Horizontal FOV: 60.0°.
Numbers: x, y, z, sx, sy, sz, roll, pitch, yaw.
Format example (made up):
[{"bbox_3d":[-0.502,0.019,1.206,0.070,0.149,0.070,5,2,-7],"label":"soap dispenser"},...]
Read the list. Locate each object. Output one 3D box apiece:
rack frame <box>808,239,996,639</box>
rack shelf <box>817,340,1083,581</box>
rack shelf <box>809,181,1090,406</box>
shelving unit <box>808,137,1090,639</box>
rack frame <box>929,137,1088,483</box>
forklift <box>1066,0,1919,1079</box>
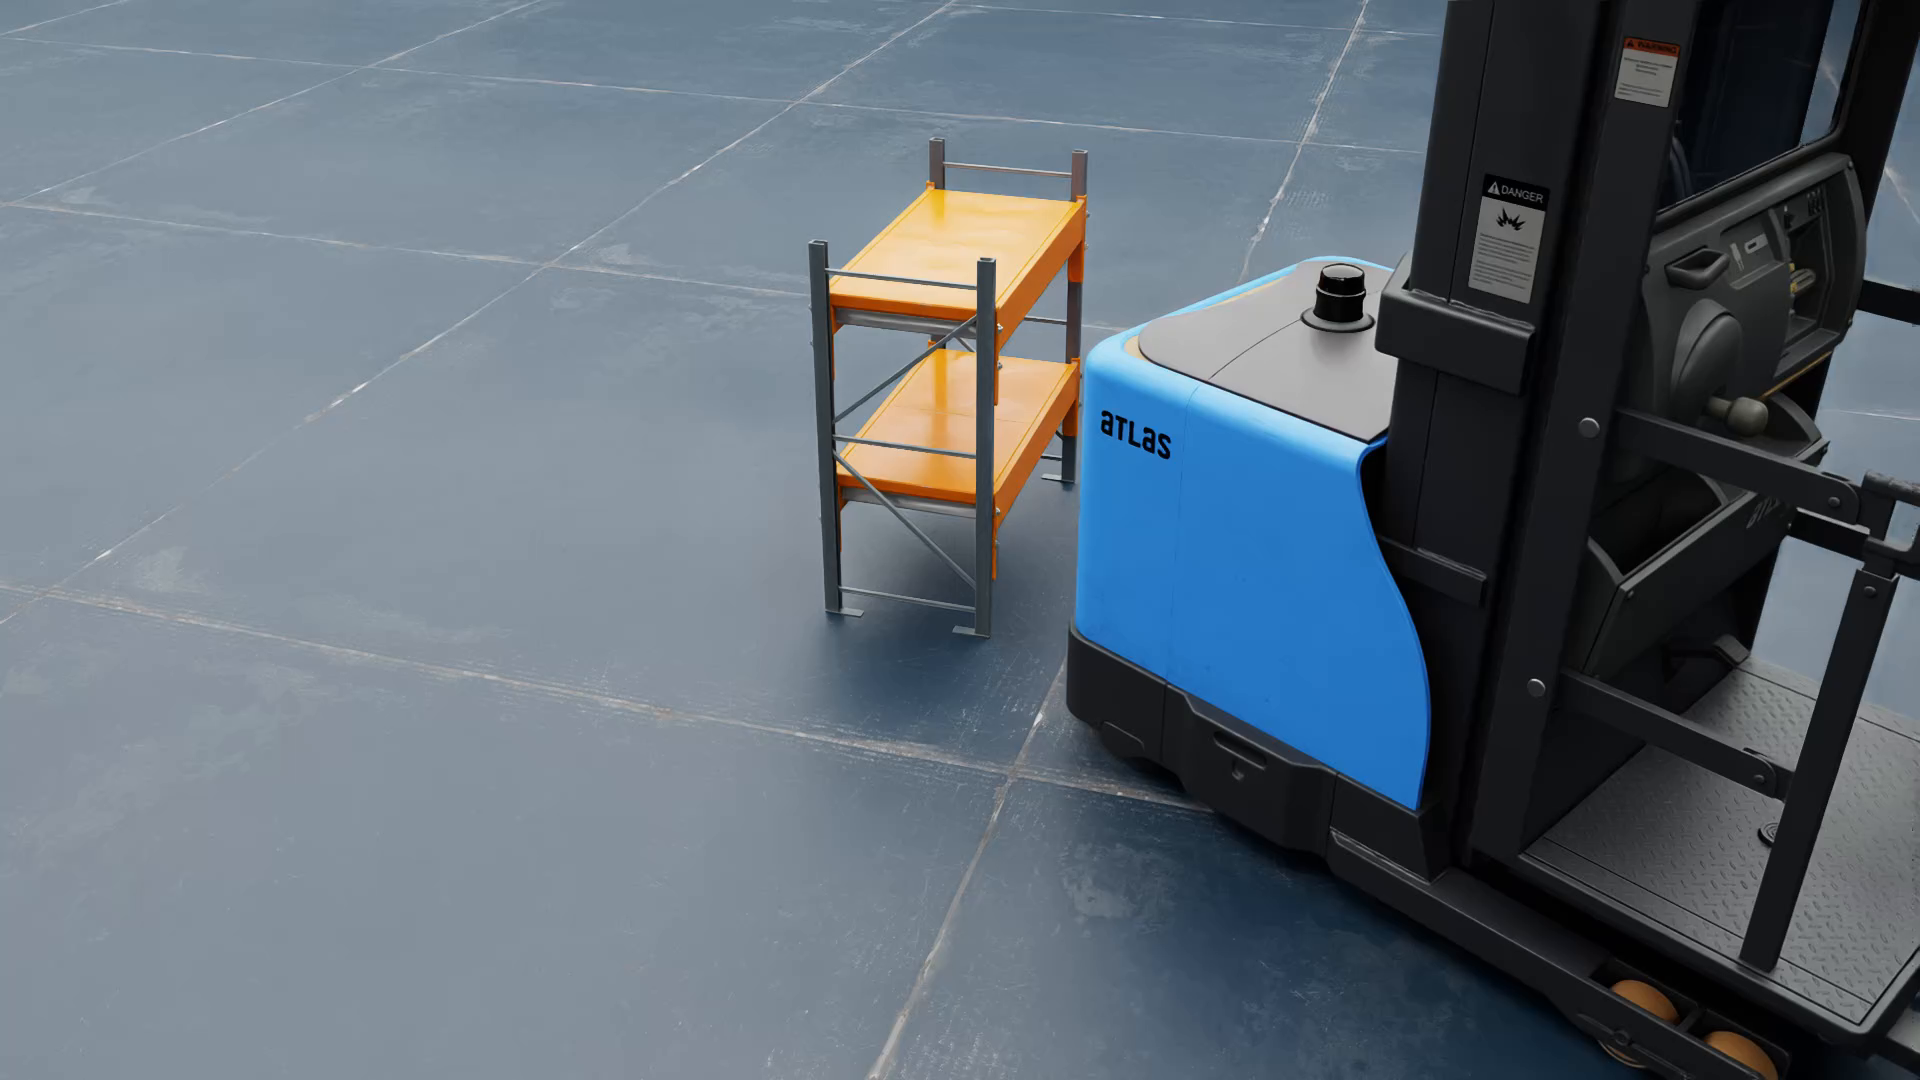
[{"bbox_3d":[-0.151,-0.252,4.546,0.500,1.125,0.032,8,30,15],"label":"rack frame"},{"bbox_3d":[-0.002,-0.275,5.090,0.538,0.278,1.000,8,30,15],"label":"rack shelf"},{"bbox_3d":[-0.002,-0.744,4.829,0.538,0.278,1.000,8,30,15],"label":"rack shelf"},{"bbox_3d":[-0.002,-0.488,4.971,0.538,1.125,1.048,8,30,15],"label":"shelving unit"},{"bbox_3d":[0.147,-0.725,5.396,0.500,1.125,0.032,8,30,15],"label":"rack frame"},{"bbox_3d":[1.658,-0.439,3.024,1.130,2.935,3.031,-25,38,-37],"label":"forklift"}]
